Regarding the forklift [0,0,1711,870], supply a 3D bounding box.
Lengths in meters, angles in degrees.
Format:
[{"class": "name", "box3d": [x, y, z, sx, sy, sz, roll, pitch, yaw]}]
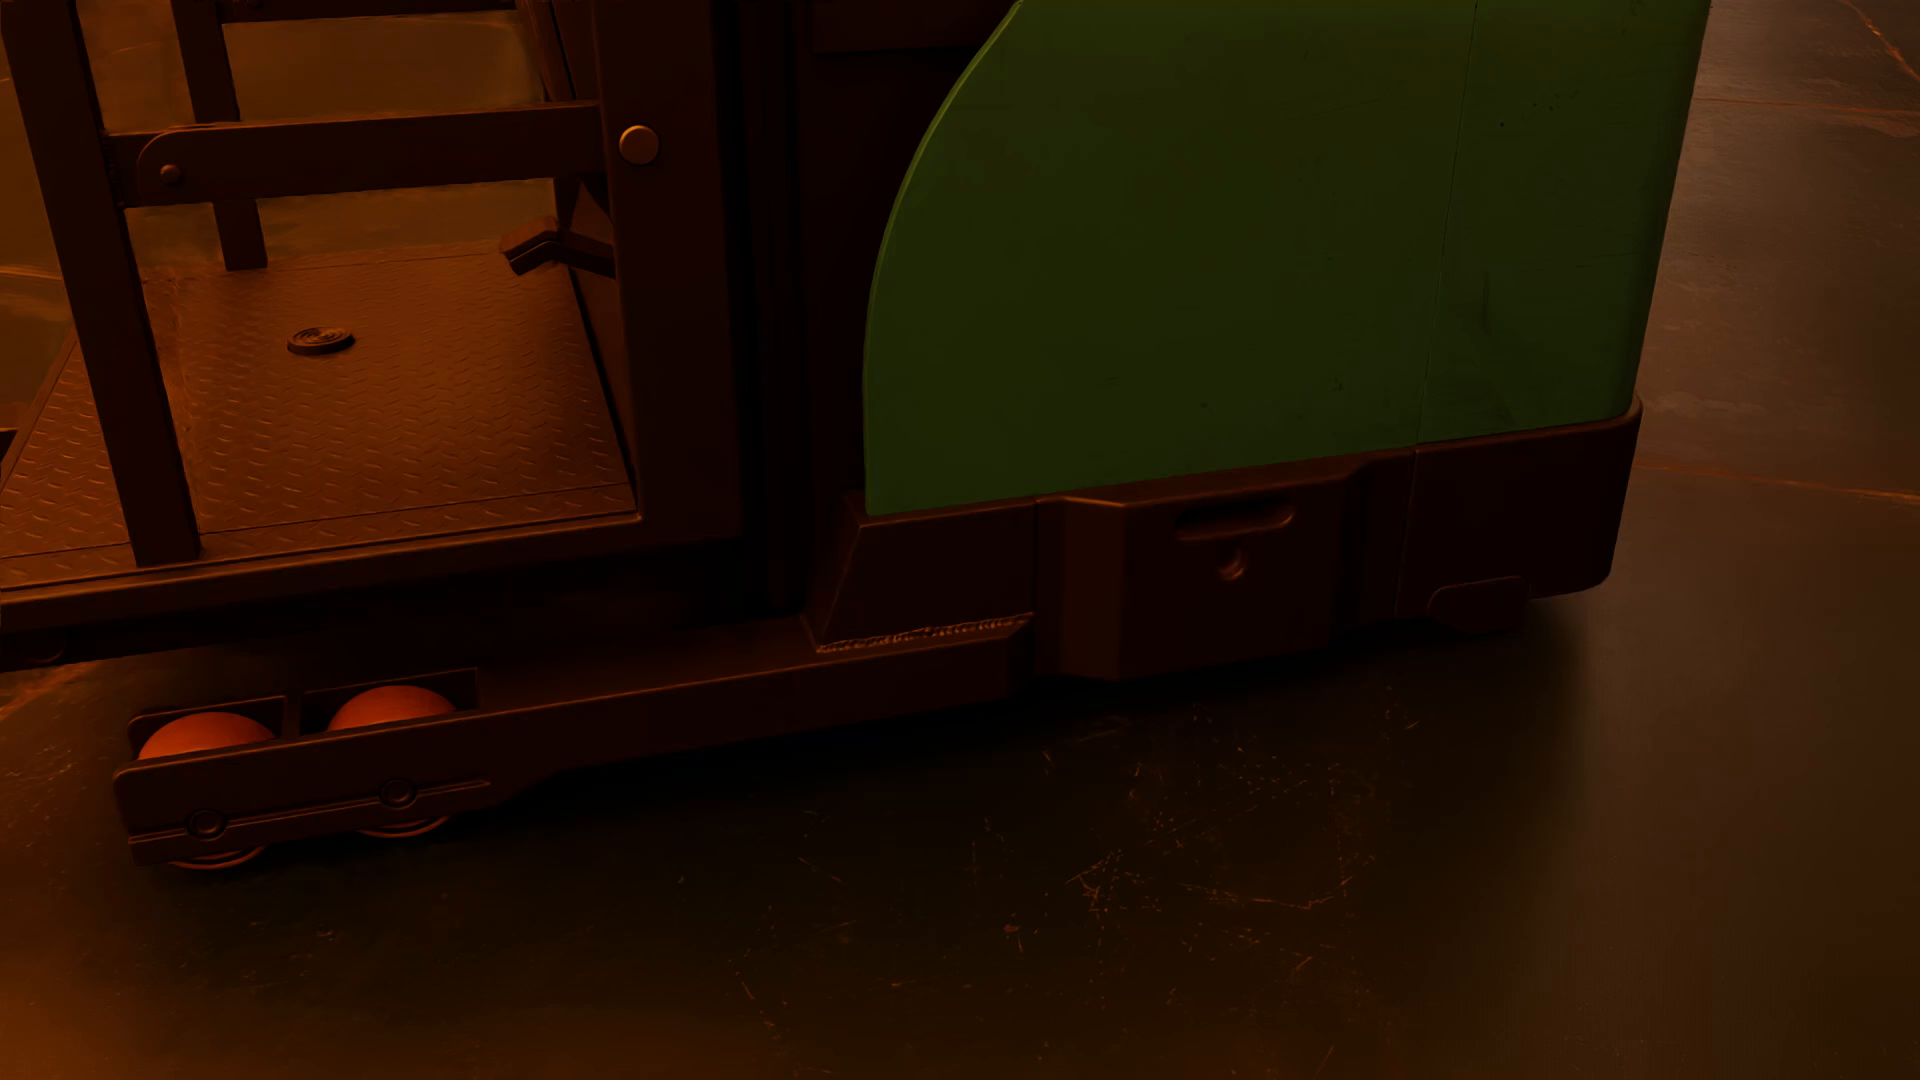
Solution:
[{"class": "forklift", "box3d": [-0.683, -1.217, 1.660, 3.031, 2.935, 1.130, -8, 28, -15]}]
